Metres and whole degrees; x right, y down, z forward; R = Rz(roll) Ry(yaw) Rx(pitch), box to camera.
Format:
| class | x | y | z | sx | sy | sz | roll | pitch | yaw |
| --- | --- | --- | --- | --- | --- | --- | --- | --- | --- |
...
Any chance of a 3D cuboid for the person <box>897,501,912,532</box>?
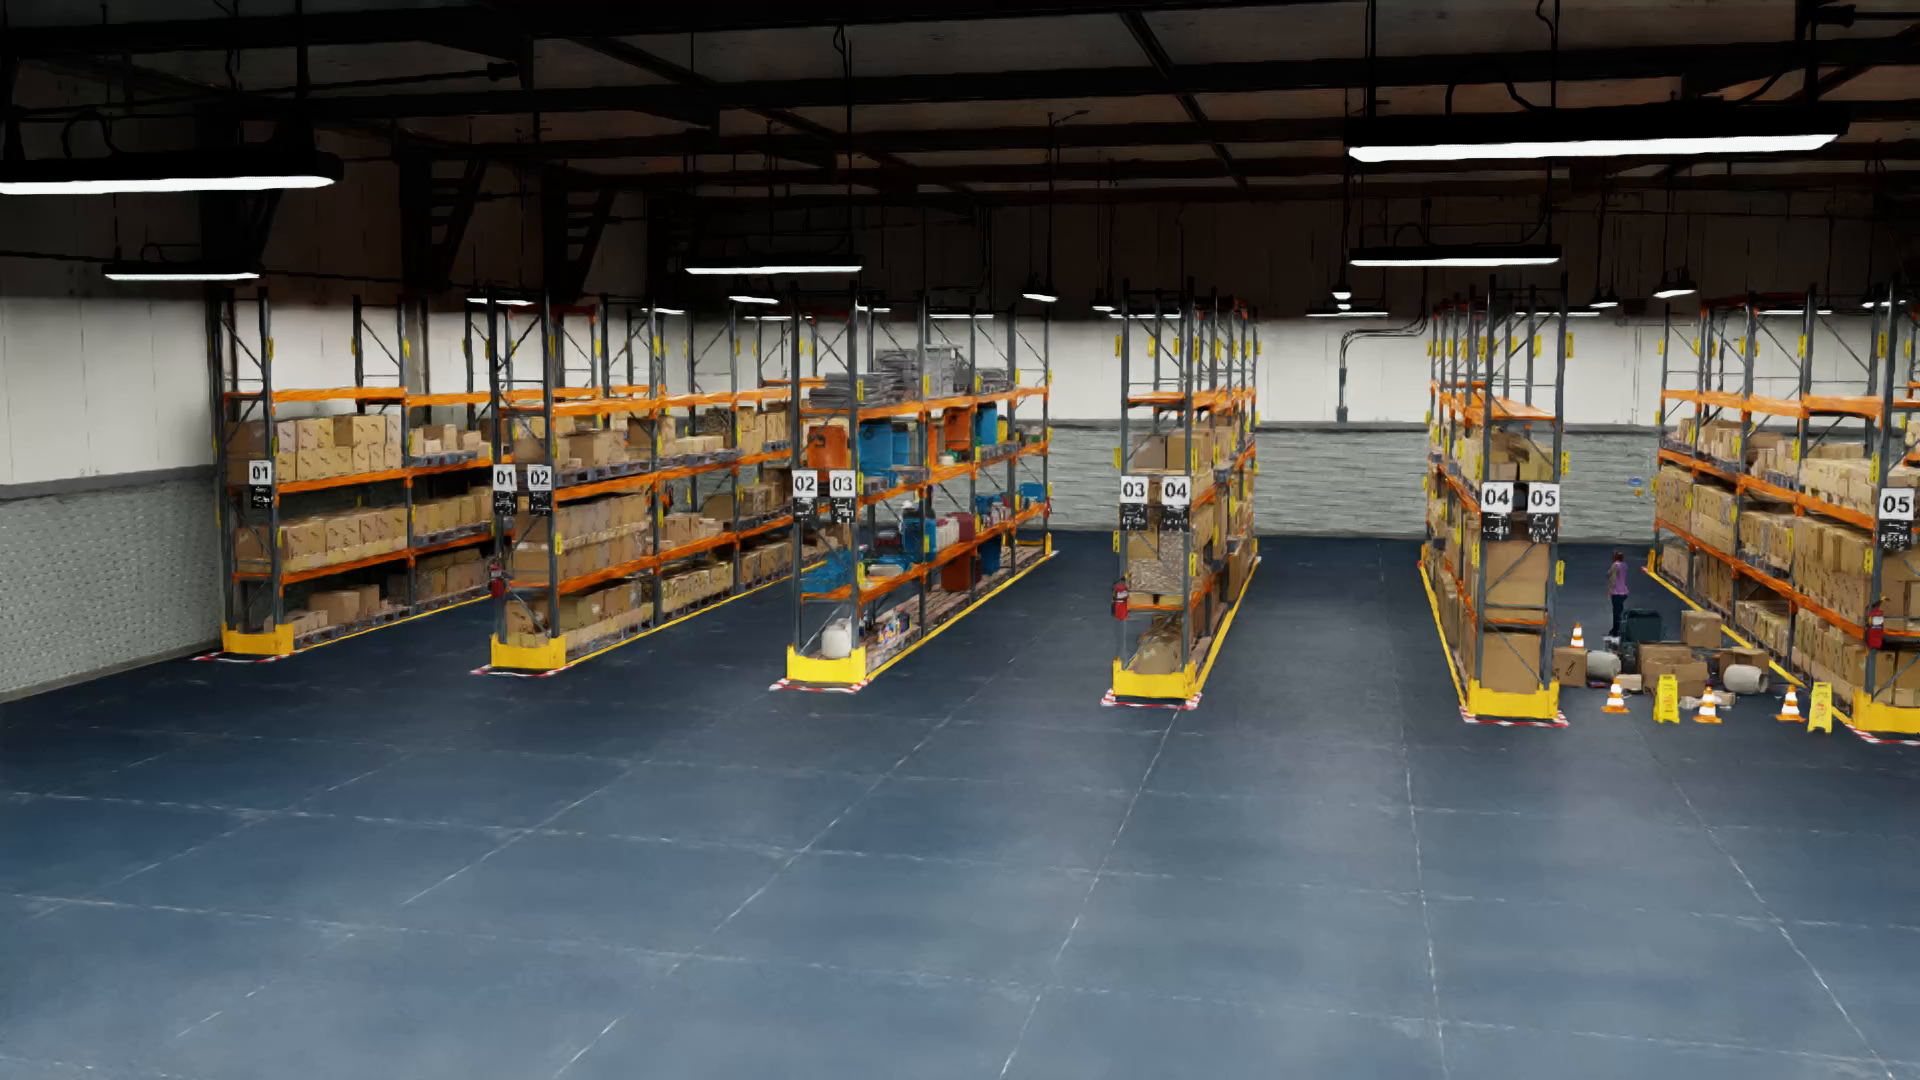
| class | x | y | z | sx | sy | sz | roll | pitch | yaw |
| --- | --- | --- | --- | --- | --- | --- | --- | --- | --- |
| person | -1.117 | -0.015 | 36.263 | 0.543 | 1.700 | 1.119 | 1 | 7 | 11 |

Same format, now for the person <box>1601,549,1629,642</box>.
| class | x | y | z | sx | sy | sz | roll | pitch | yaw |
| --- | --- | --- | --- | --- | --- | --- | --- | --- | --- |
| person | 11.212 | 0.938 | 28.424 | 0.527 | 1.592 | 0.522 | 6 | 9 | 44 |

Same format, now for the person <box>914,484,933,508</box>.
| class | x | y | z | sx | sy | sz | roll | pitch | yaw |
| --- | --- | --- | --- | --- | --- | --- | --- | --- | --- |
| person | -1.014 | -1.063 | 45.408 | 0.591 | 1.716 | 1.042 | 1 | 7 | 12 |
